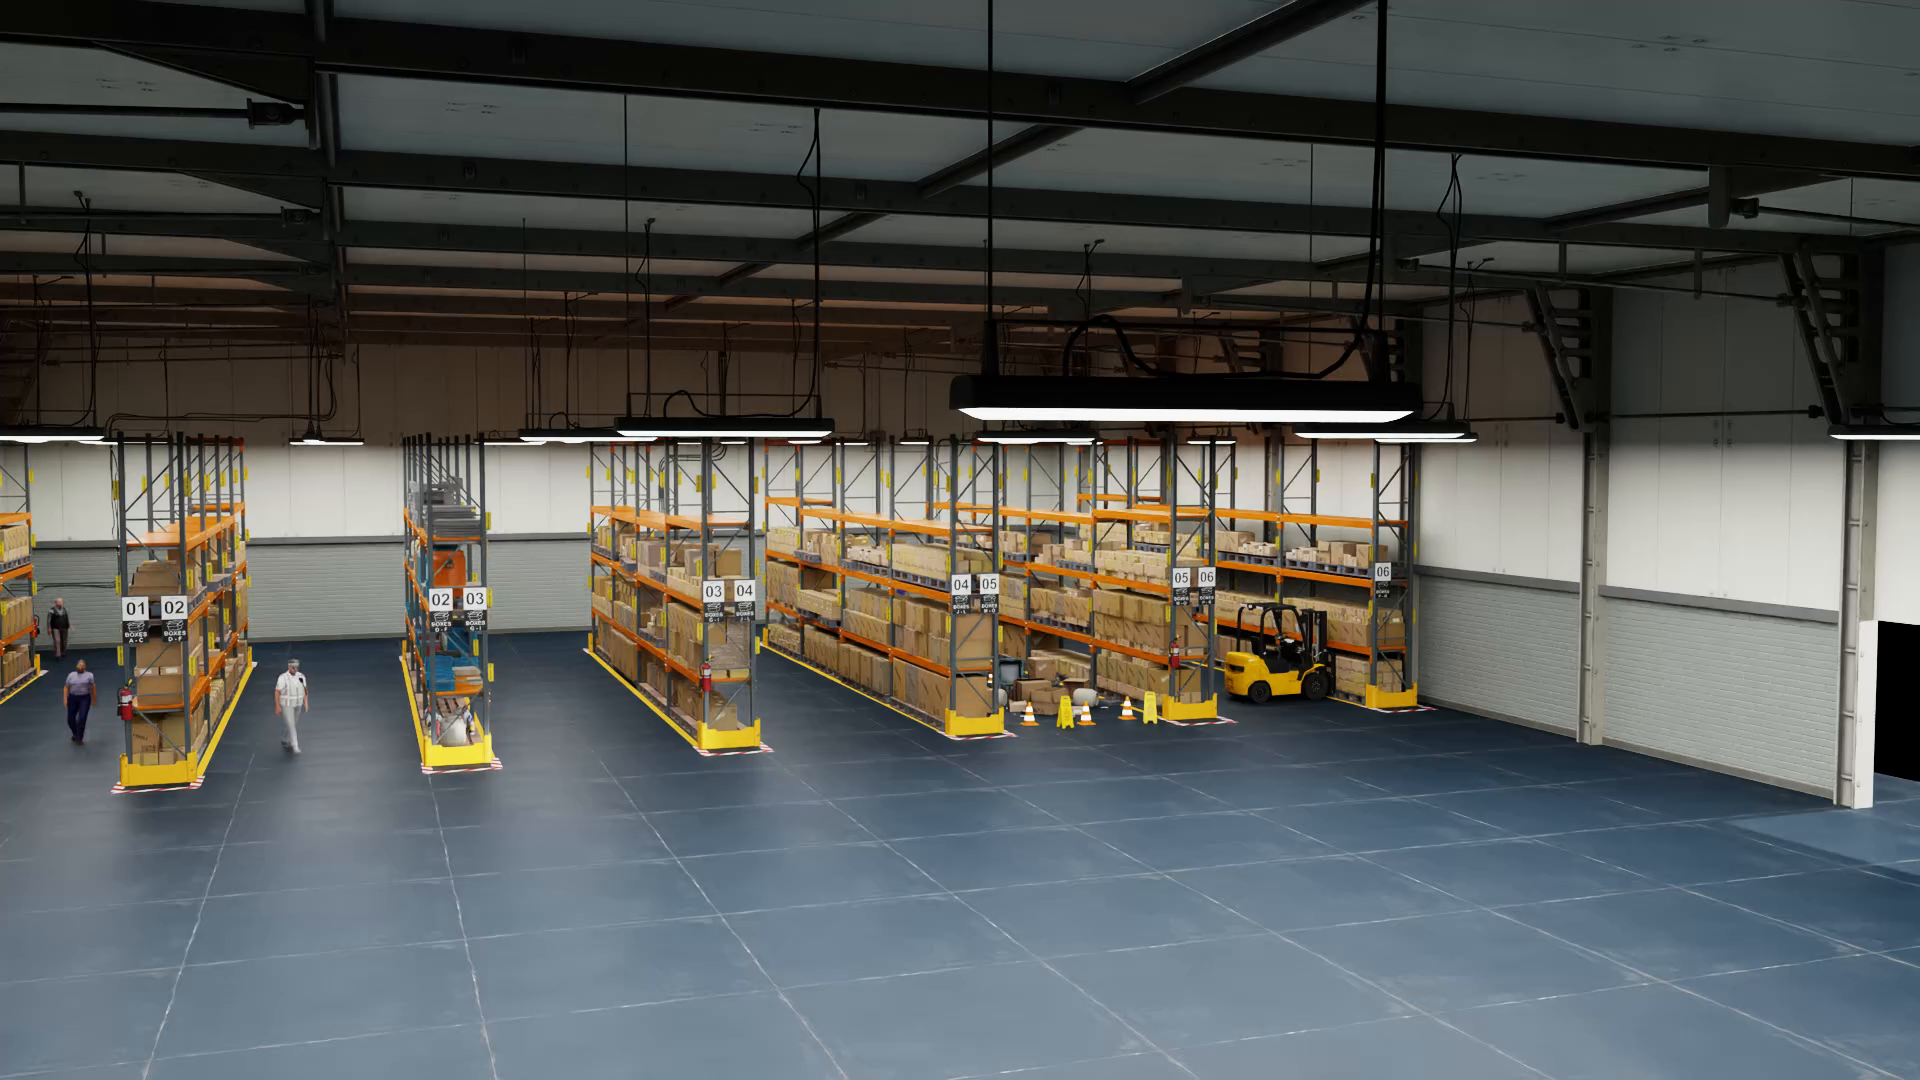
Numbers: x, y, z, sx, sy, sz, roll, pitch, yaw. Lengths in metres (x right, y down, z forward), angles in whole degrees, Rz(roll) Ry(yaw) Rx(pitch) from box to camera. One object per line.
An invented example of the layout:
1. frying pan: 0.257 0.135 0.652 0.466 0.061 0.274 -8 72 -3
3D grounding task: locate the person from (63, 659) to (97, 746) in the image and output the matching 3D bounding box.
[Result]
1. person: -17.071 3.148 32.264 0.552 1.669 0.686 -1 3 -22

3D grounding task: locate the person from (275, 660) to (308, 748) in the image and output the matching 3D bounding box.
1. person: -12.639 3.070 31.408 0.760 1.645 0.554 2 4 31

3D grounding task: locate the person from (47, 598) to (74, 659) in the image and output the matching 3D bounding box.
1. person: -24.236 2.362 44.772 0.621 1.621 0.865 -2 4 -36

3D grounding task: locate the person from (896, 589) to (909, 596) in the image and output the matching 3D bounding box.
1. person: -1.857 1.913 54.223 0.984 1.619 0.453 -3 4 -40

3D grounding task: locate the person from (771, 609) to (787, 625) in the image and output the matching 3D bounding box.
1. person: -5.404 2.148 49.501 0.899 1.642 0.507 -2 4 -29
